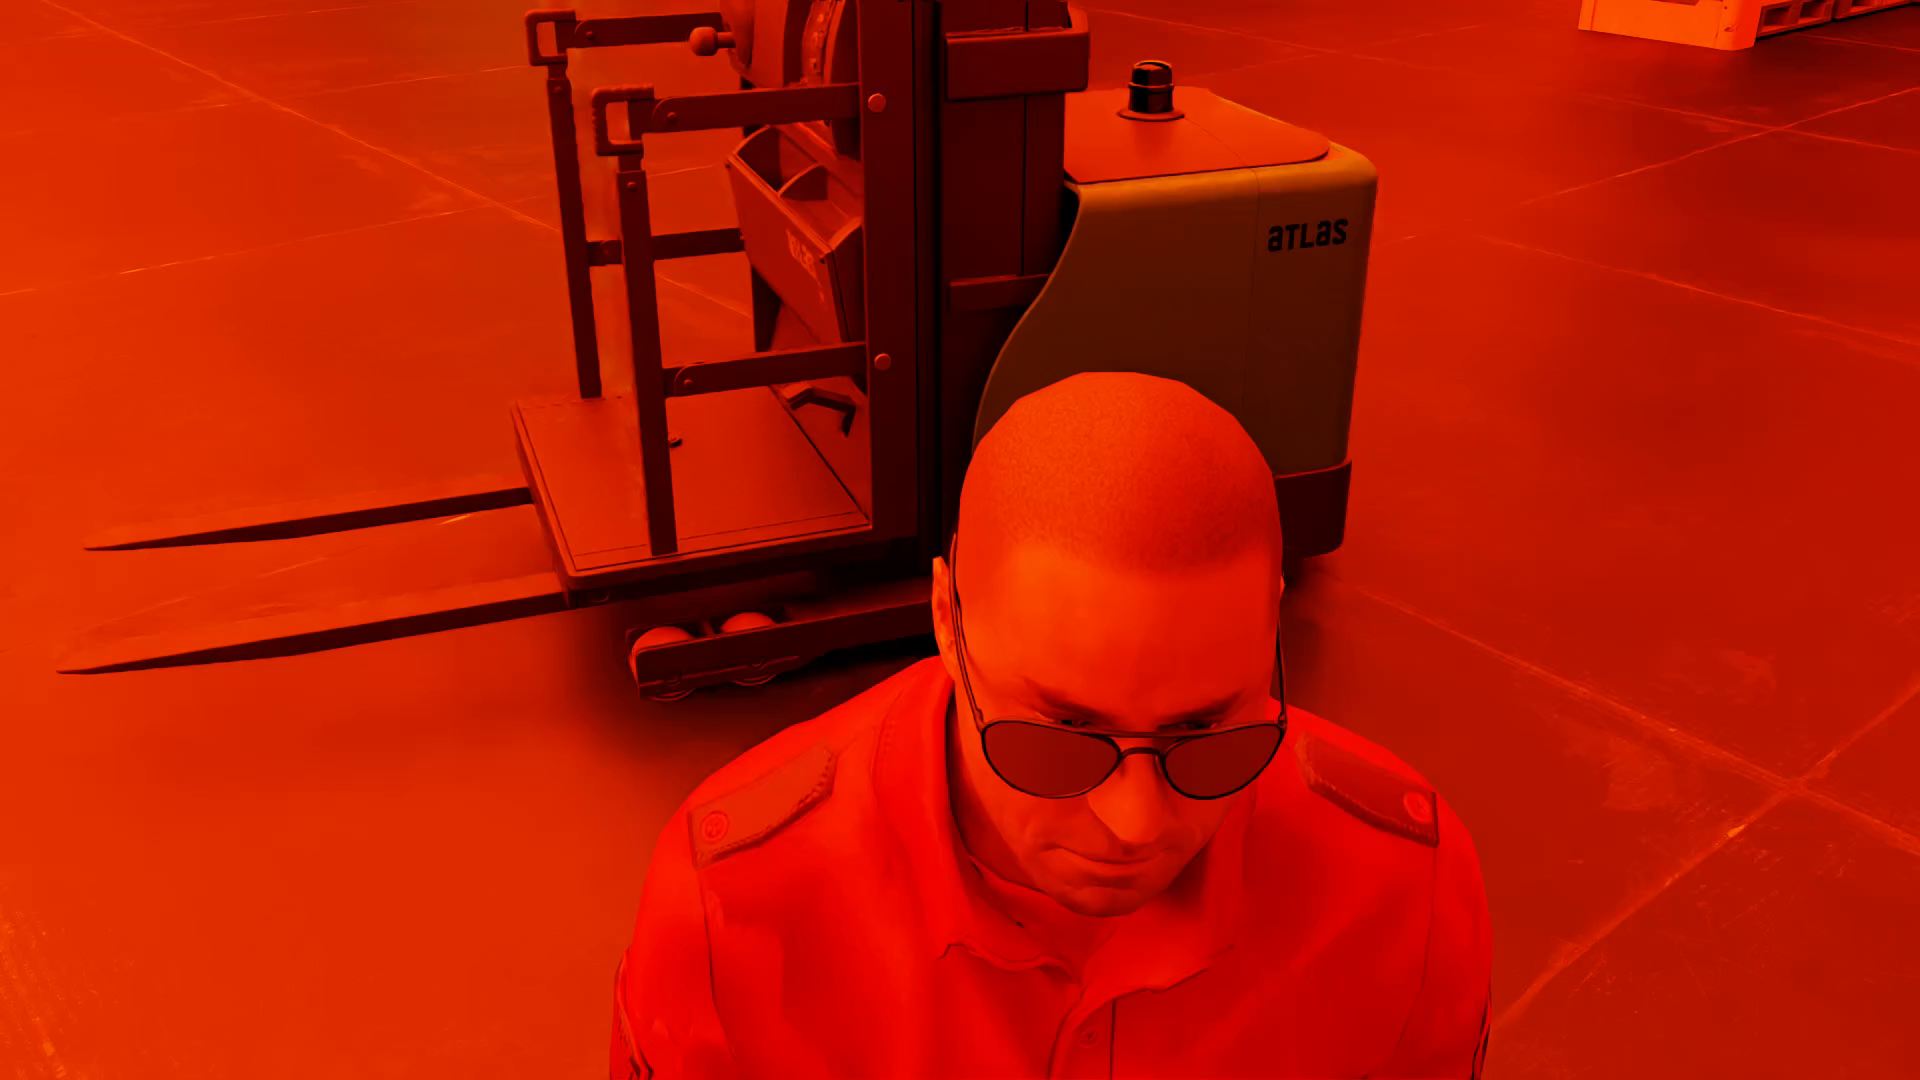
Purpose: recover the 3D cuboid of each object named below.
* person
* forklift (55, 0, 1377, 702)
[{"bbox_3d":[0.053,0.679,1.189,0.585,1.726,0.393,-1,26,-1],"label":"person"},{"bbox_3d":[-0.573,-1.212,3.647,3.031,2.935,1.130,-9,28,-18],"label":"forklift"}]
